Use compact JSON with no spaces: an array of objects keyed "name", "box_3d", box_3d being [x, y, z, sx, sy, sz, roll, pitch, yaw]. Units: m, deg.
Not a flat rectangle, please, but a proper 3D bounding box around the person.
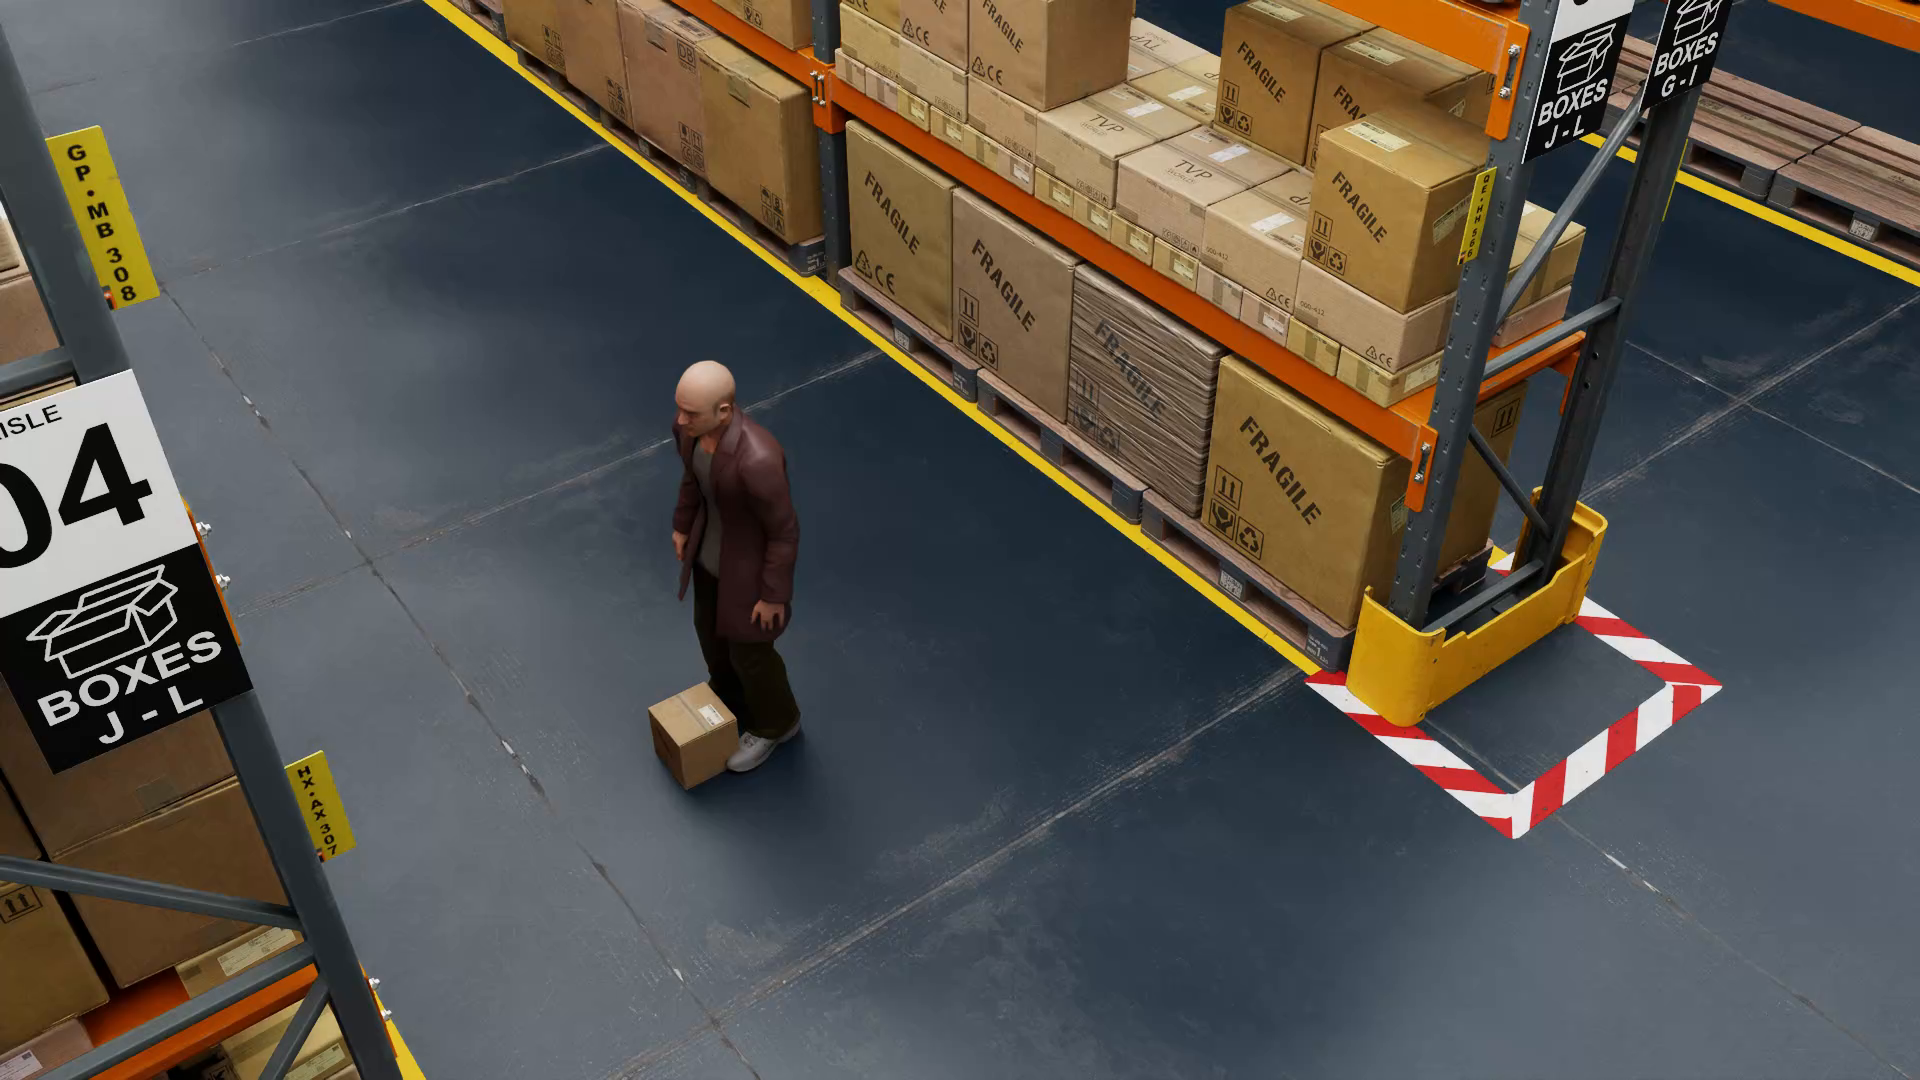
[{"name":"person","box_3d":[-0.825,0.080,6.072,0.423,1.774,0.653,-29,48,-30]}]
